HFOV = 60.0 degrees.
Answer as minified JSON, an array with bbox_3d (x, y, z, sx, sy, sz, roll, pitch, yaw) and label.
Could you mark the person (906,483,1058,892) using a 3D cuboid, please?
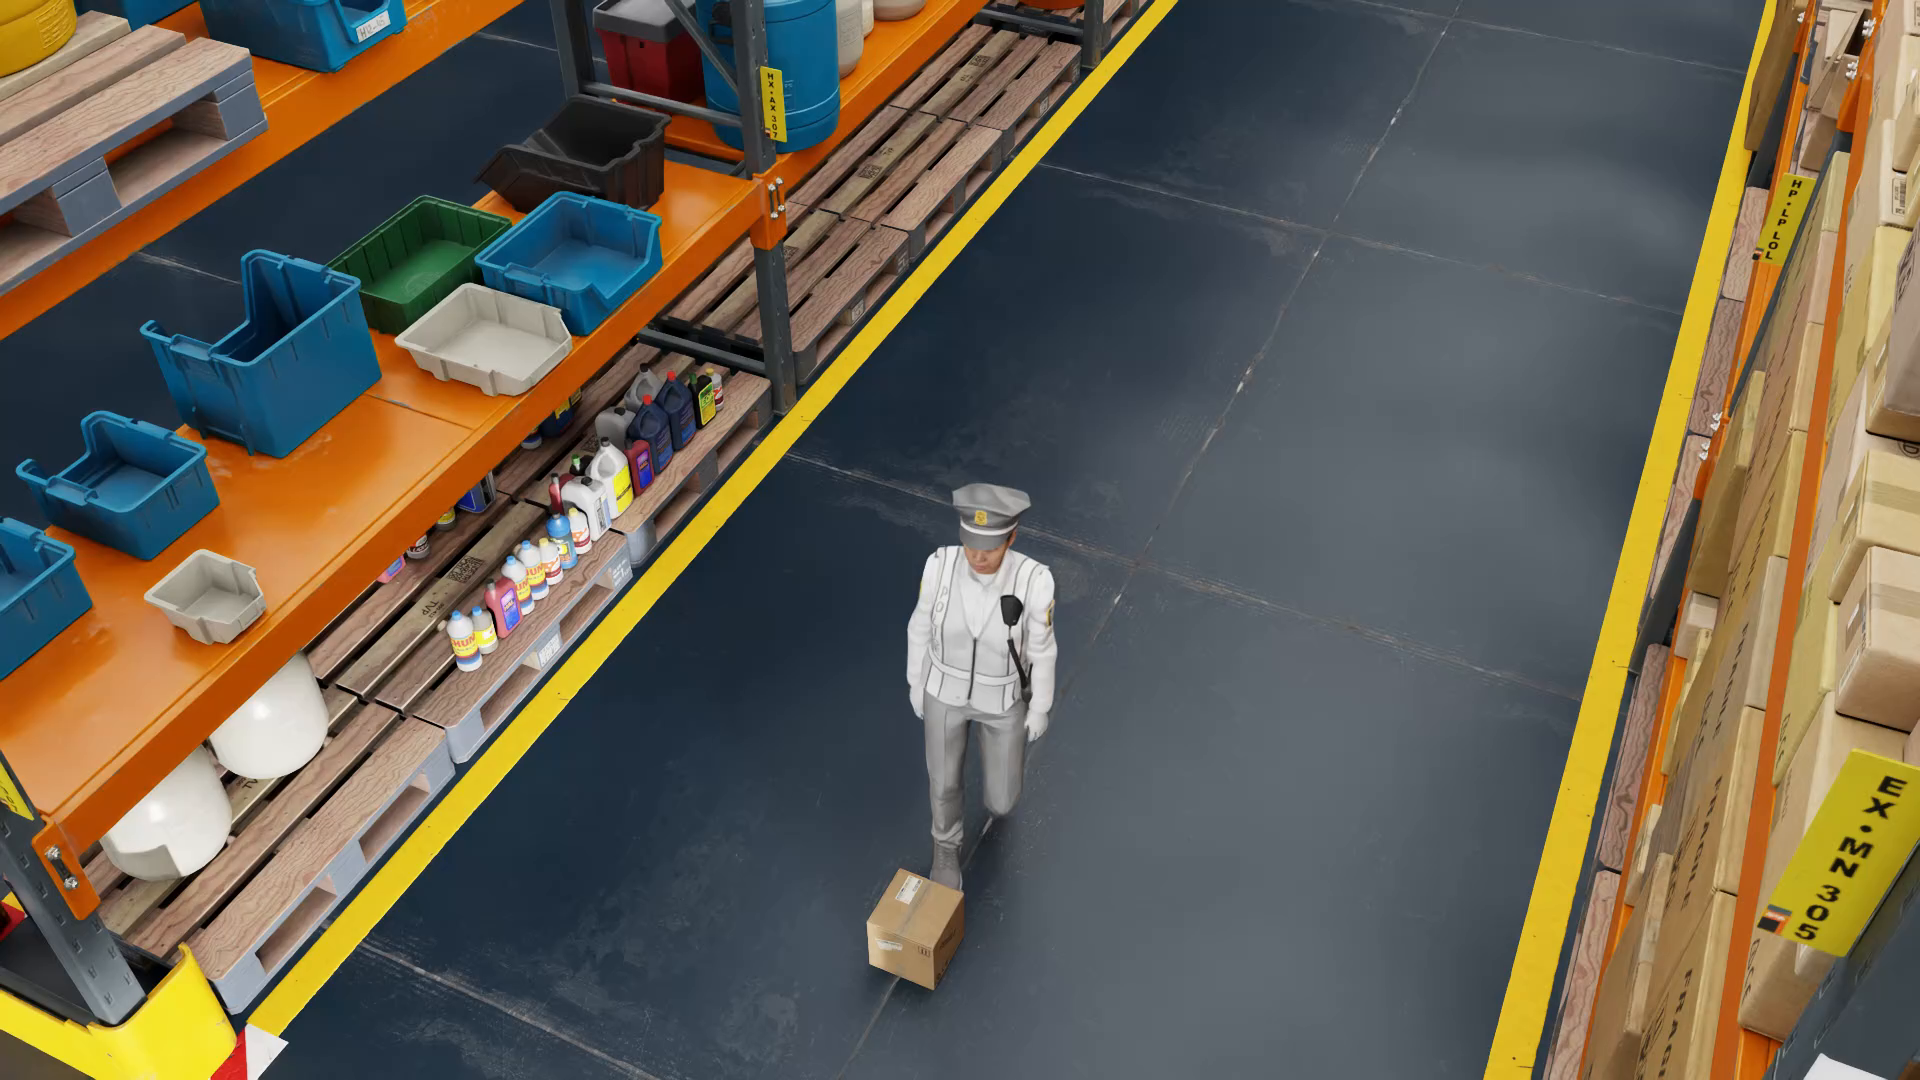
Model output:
[{"bbox_3d":[0.065,0.508,5.573,0.506,1.683,0.535,7,43,8],"label":"person"}]
